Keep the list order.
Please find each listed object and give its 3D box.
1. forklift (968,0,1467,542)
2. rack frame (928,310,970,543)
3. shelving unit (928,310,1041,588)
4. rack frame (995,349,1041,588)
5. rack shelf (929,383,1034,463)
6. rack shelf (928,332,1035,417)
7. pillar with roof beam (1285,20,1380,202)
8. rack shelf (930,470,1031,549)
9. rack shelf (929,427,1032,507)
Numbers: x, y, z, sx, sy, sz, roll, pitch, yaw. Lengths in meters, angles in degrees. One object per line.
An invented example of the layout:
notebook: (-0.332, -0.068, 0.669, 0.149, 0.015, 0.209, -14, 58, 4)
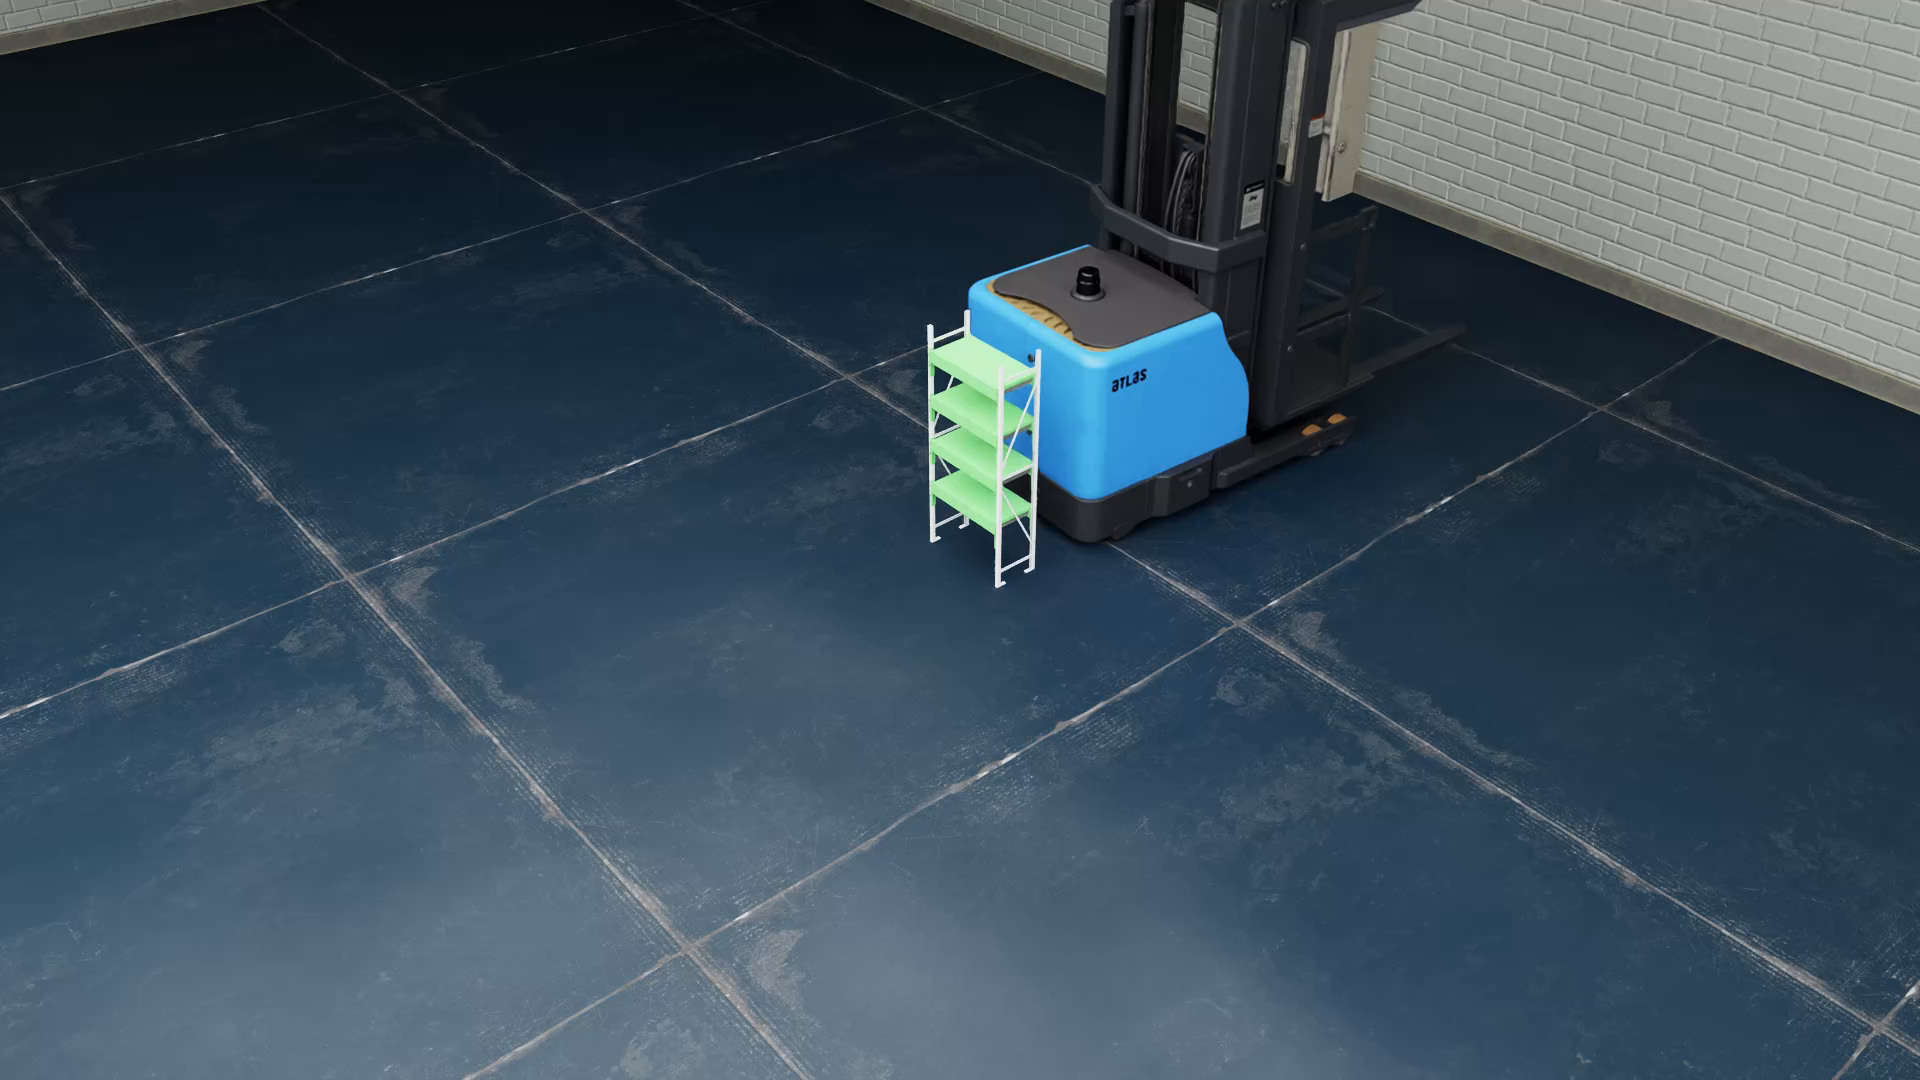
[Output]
forklift: (1.513, -1.866, 8.349, 3.031, 2.935, 1.130, -23, 41, -29)
rack frame: (-0.051, -0.524, 7.952, 0.240, 1.200, 0.015, -26, 43, -32)
shelving unit: (0.107, -0.417, 7.800, 0.258, 1.200, 0.503, -26, 43, -32)
rack frame: (0.264, -0.309, 7.648, 0.240, 1.200, 0.015, -26, 43, -32)
rack shelf: (0.107, -0.560, 7.698, 0.258, 0.148, 0.480, -26, 43, -32)
rack shelf: (0.107, -0.756, 7.560, 0.258, 0.148, 0.480, -26, 43, -32)
pillar with roof beam: (-0.744, -4.562, 6.906, 9.100, 9.000, 0.400, -26, 43, -32)
rack shelf: (0.107, -0.169, 7.976, 0.258, 0.148, 0.480, -26, 43, -32)
rack shelf: (0.107, -0.364, 7.837, 0.258, 0.148, 0.480, -26, 43, -32)
